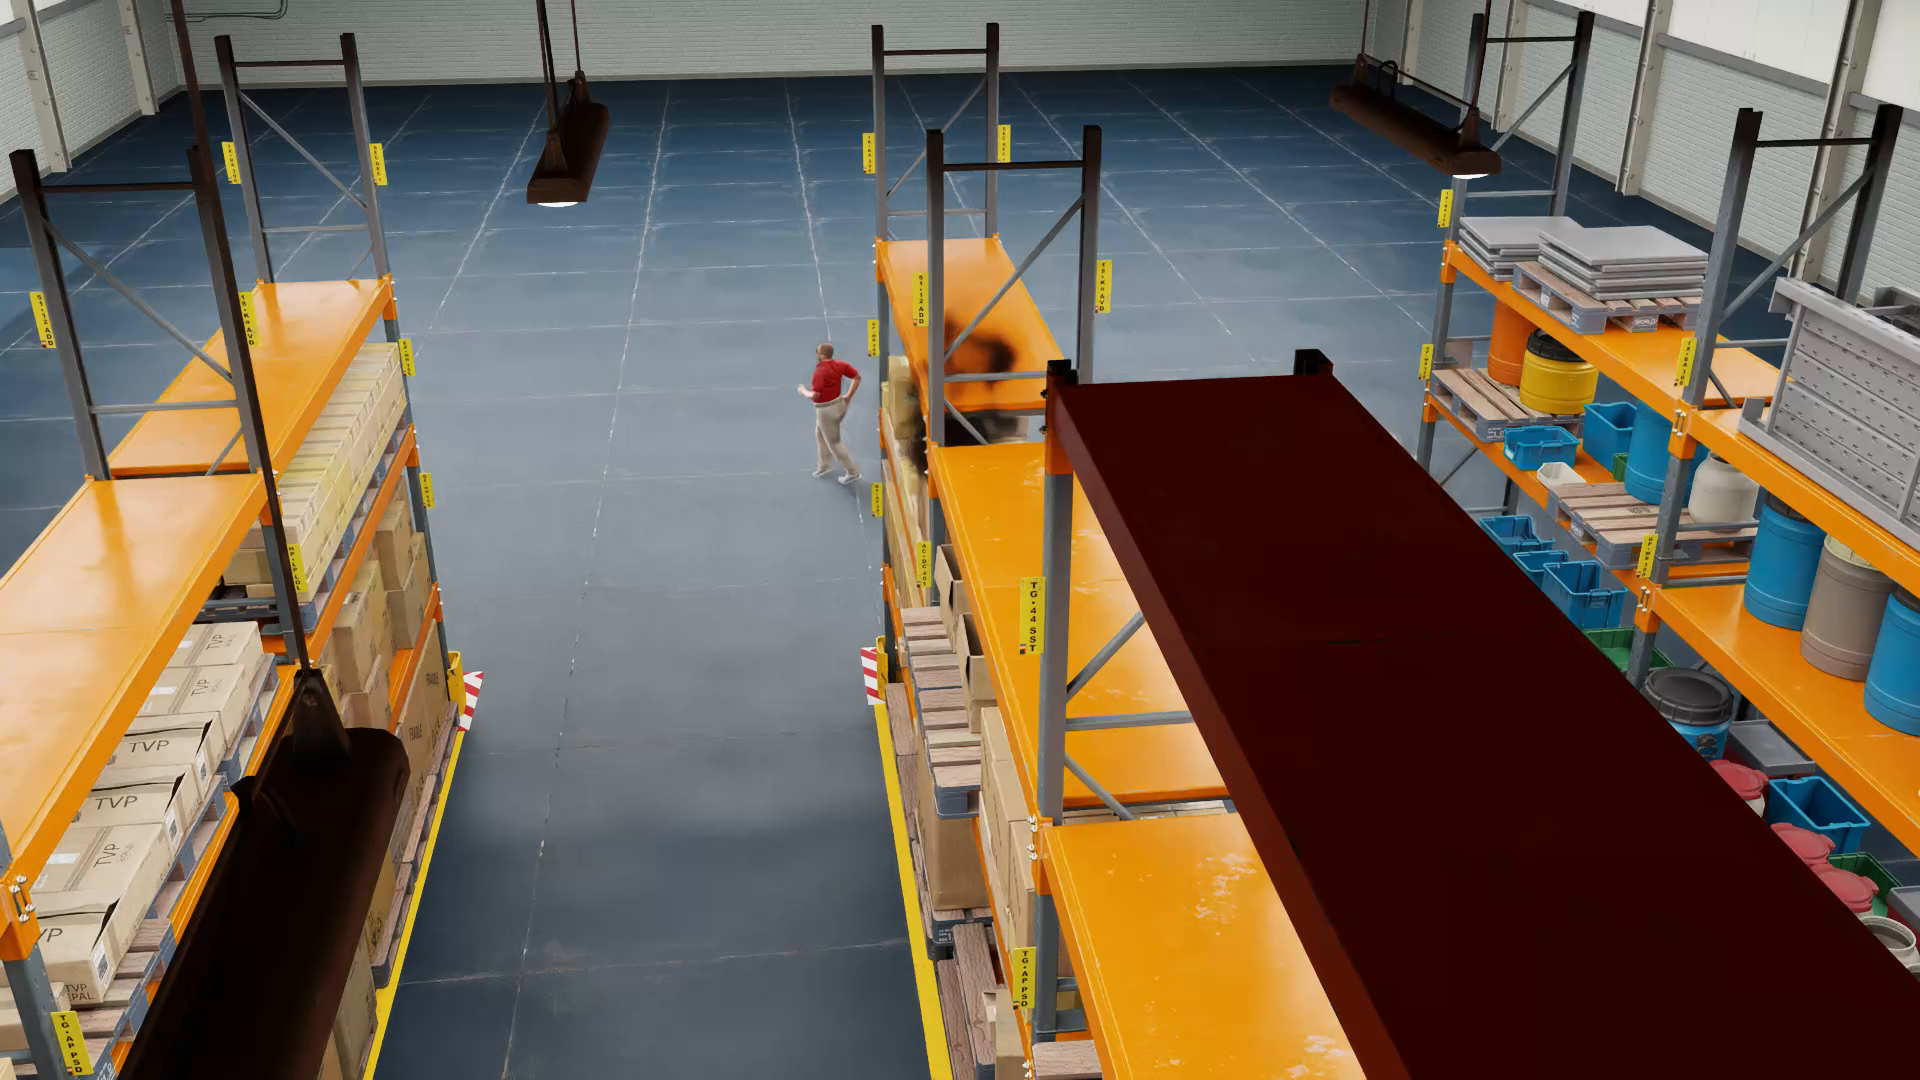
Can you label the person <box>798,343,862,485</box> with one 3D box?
[{"bbox_3d":[-1.525,-1.459,19.600,0.799,1.787,0.645,11,28,23],"label":"person"}]
